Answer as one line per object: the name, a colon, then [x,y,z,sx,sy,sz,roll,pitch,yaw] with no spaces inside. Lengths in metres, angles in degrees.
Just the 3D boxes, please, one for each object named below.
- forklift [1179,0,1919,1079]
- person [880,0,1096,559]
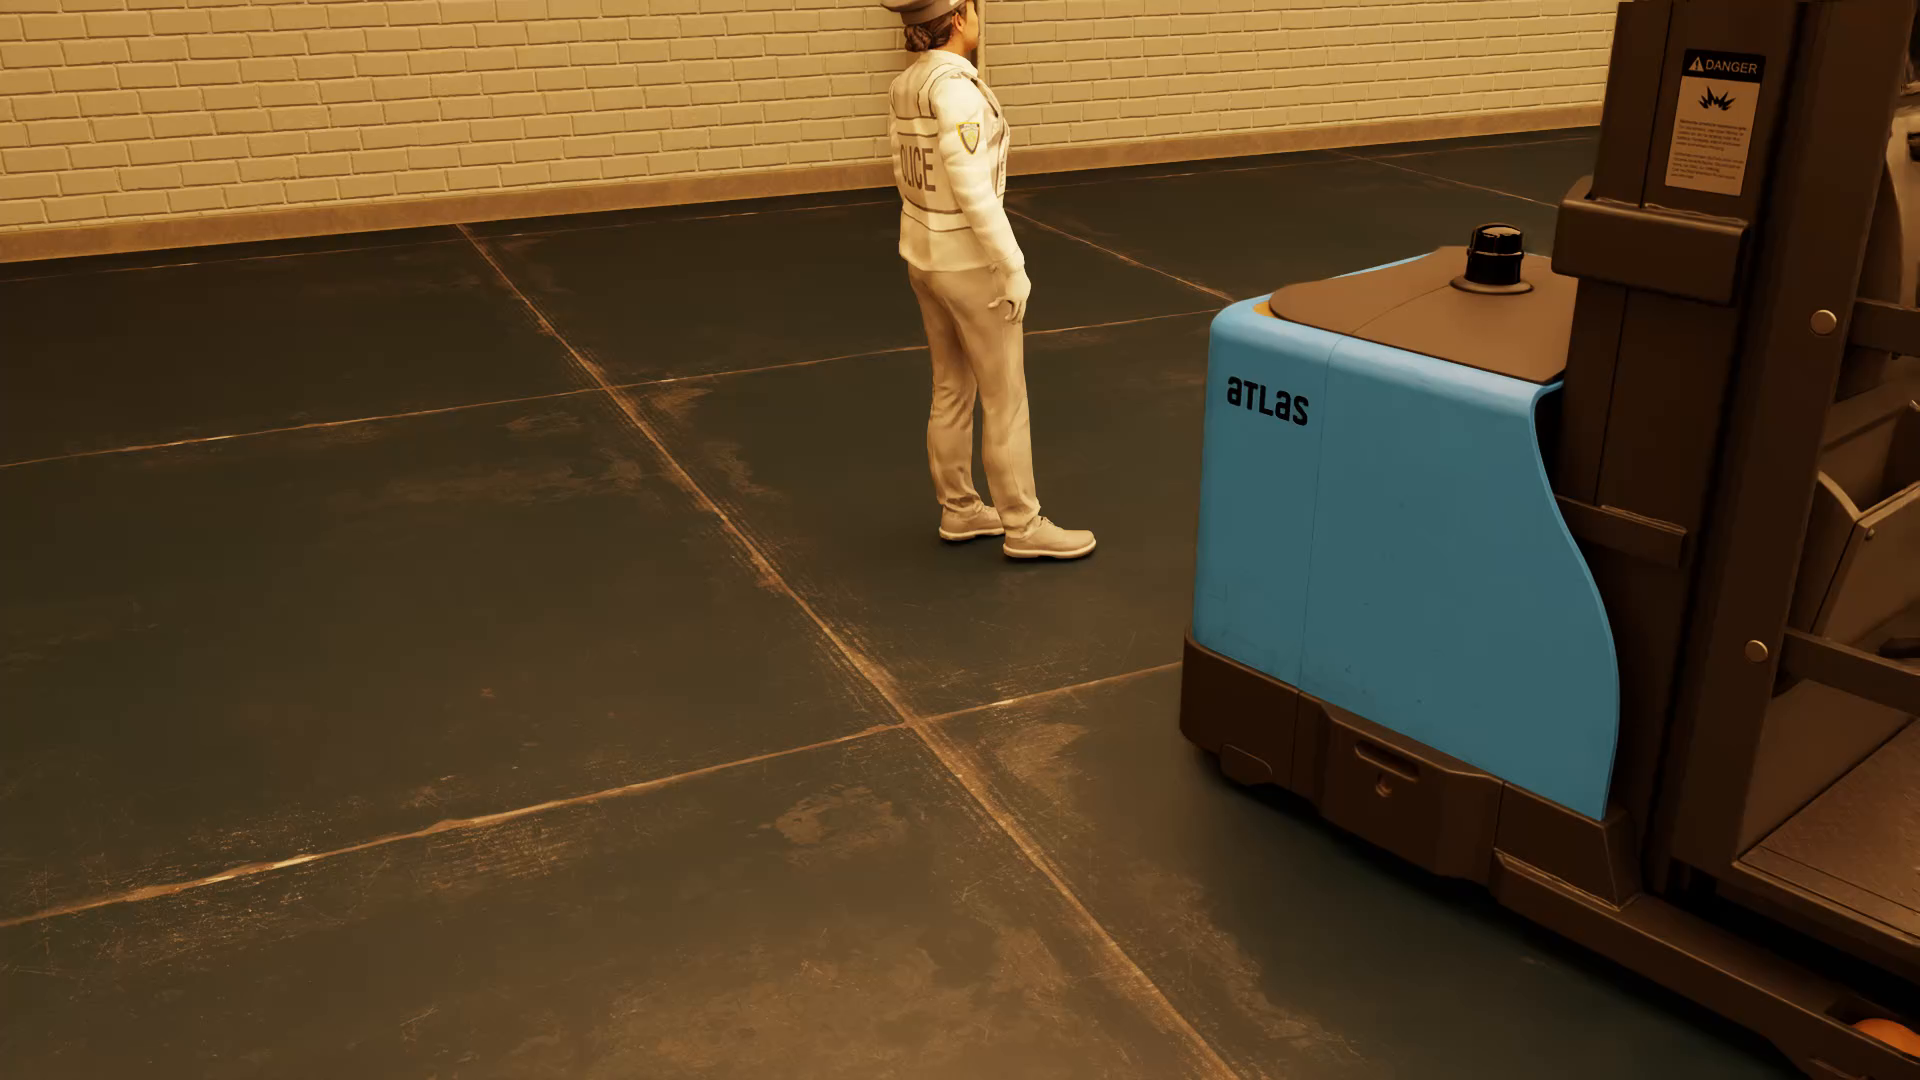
forklift: [1.857,-0.547,2.602,1.130,2.935,3.031,-19,29,-37]
person: [0.063,-0.798,4.800,0.534,1.696,0.587,-10,25,-23]
